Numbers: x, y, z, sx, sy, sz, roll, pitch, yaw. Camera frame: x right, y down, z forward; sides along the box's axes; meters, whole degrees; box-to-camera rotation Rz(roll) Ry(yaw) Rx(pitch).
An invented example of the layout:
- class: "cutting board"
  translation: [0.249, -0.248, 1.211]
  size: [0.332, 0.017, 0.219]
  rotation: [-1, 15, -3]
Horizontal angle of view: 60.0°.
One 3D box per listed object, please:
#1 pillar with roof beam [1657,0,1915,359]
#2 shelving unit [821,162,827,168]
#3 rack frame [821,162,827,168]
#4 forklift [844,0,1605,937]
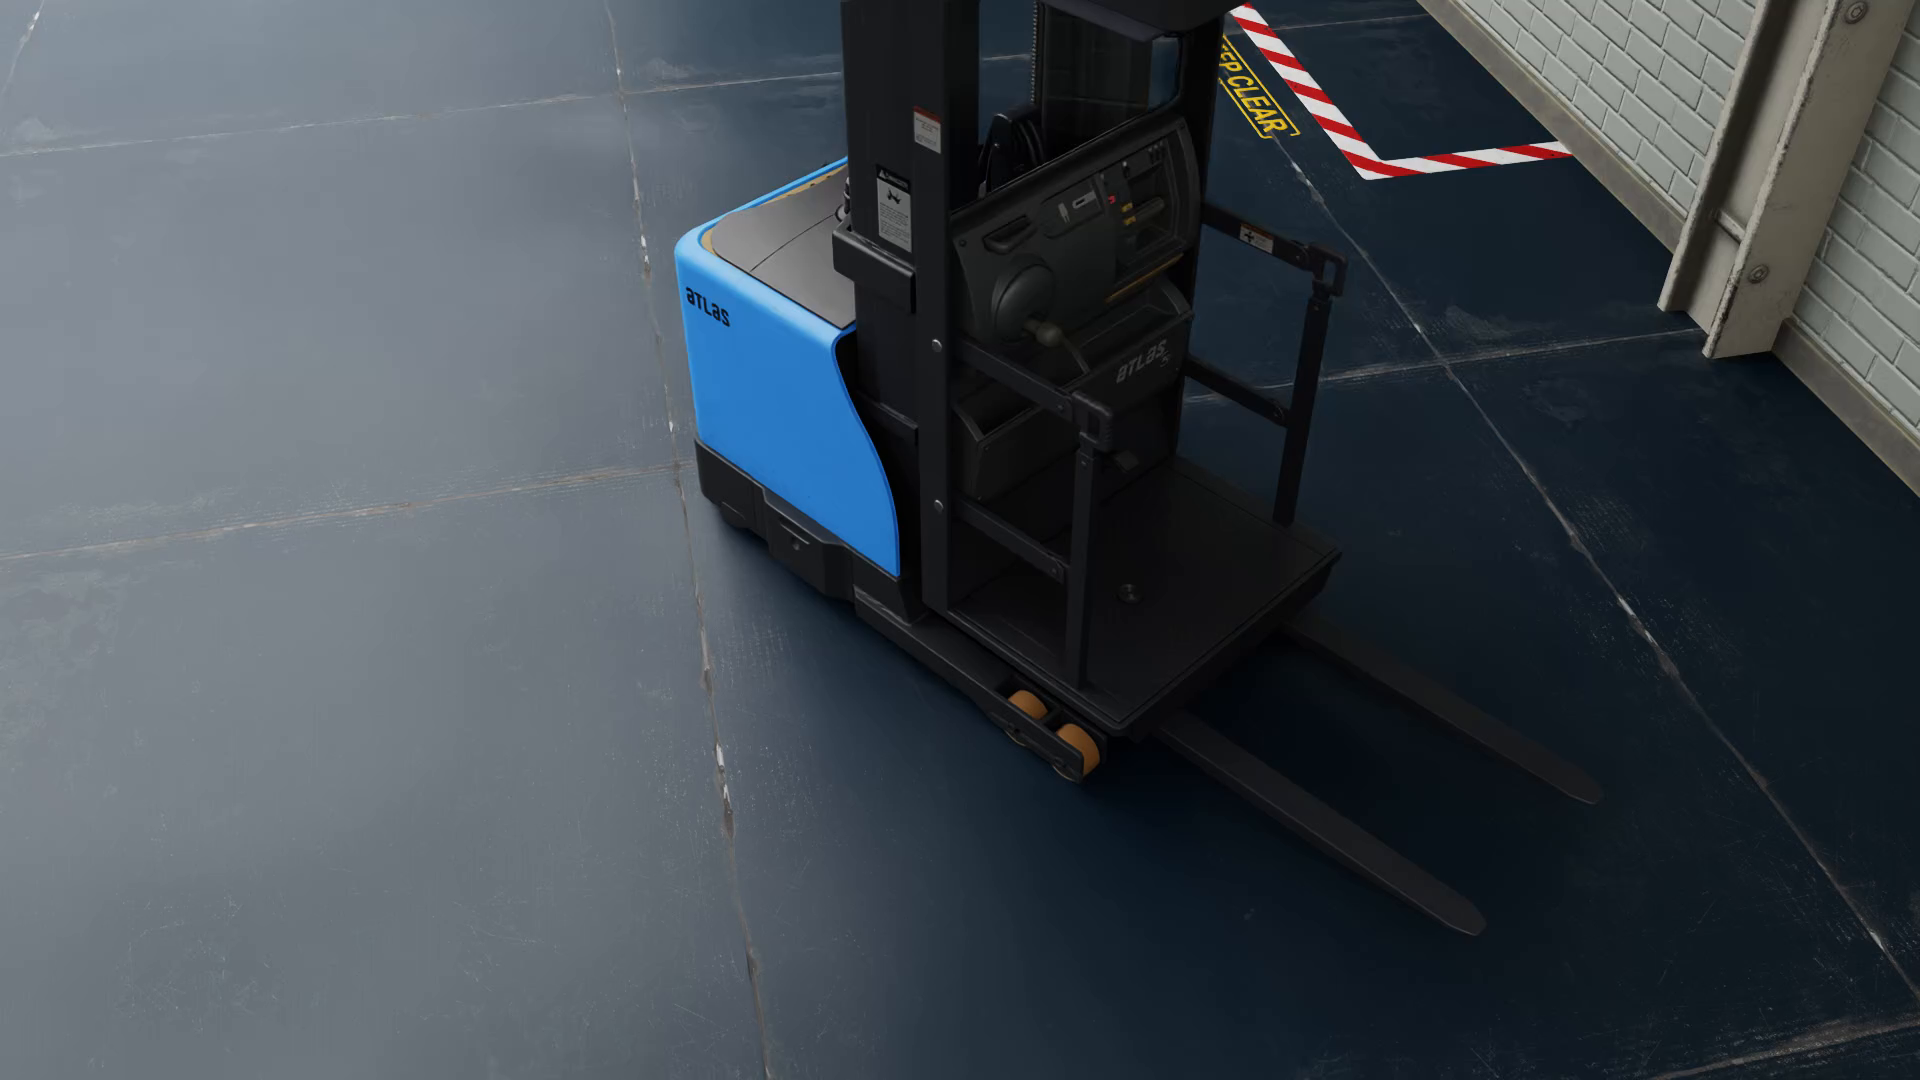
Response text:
- class: "pillar with roof beam"
  translation: [-1.145, -3.612, 3.041]
  size: [9.100, 9.000, 0.400]
  rotation: [-8, 42, -9]
- class: "shelving unit"
  translation: [-0.333, -1.000, 6.198]
  size: [0.258, 0.900, 0.210]
  rotation: [-32, 50, -31]
- class: "rack frame"
  translation: [-0.402, -1.049, 6.254]
  size: [0.240, 0.900, 0.006]
  rotation: [-32, 50, -31]
- class: "forklift"
  translation: [0.479, -0.771, 4.411]
  size: [3.031, 2.935, 1.110]
  rotation: [33, 51, 32]
